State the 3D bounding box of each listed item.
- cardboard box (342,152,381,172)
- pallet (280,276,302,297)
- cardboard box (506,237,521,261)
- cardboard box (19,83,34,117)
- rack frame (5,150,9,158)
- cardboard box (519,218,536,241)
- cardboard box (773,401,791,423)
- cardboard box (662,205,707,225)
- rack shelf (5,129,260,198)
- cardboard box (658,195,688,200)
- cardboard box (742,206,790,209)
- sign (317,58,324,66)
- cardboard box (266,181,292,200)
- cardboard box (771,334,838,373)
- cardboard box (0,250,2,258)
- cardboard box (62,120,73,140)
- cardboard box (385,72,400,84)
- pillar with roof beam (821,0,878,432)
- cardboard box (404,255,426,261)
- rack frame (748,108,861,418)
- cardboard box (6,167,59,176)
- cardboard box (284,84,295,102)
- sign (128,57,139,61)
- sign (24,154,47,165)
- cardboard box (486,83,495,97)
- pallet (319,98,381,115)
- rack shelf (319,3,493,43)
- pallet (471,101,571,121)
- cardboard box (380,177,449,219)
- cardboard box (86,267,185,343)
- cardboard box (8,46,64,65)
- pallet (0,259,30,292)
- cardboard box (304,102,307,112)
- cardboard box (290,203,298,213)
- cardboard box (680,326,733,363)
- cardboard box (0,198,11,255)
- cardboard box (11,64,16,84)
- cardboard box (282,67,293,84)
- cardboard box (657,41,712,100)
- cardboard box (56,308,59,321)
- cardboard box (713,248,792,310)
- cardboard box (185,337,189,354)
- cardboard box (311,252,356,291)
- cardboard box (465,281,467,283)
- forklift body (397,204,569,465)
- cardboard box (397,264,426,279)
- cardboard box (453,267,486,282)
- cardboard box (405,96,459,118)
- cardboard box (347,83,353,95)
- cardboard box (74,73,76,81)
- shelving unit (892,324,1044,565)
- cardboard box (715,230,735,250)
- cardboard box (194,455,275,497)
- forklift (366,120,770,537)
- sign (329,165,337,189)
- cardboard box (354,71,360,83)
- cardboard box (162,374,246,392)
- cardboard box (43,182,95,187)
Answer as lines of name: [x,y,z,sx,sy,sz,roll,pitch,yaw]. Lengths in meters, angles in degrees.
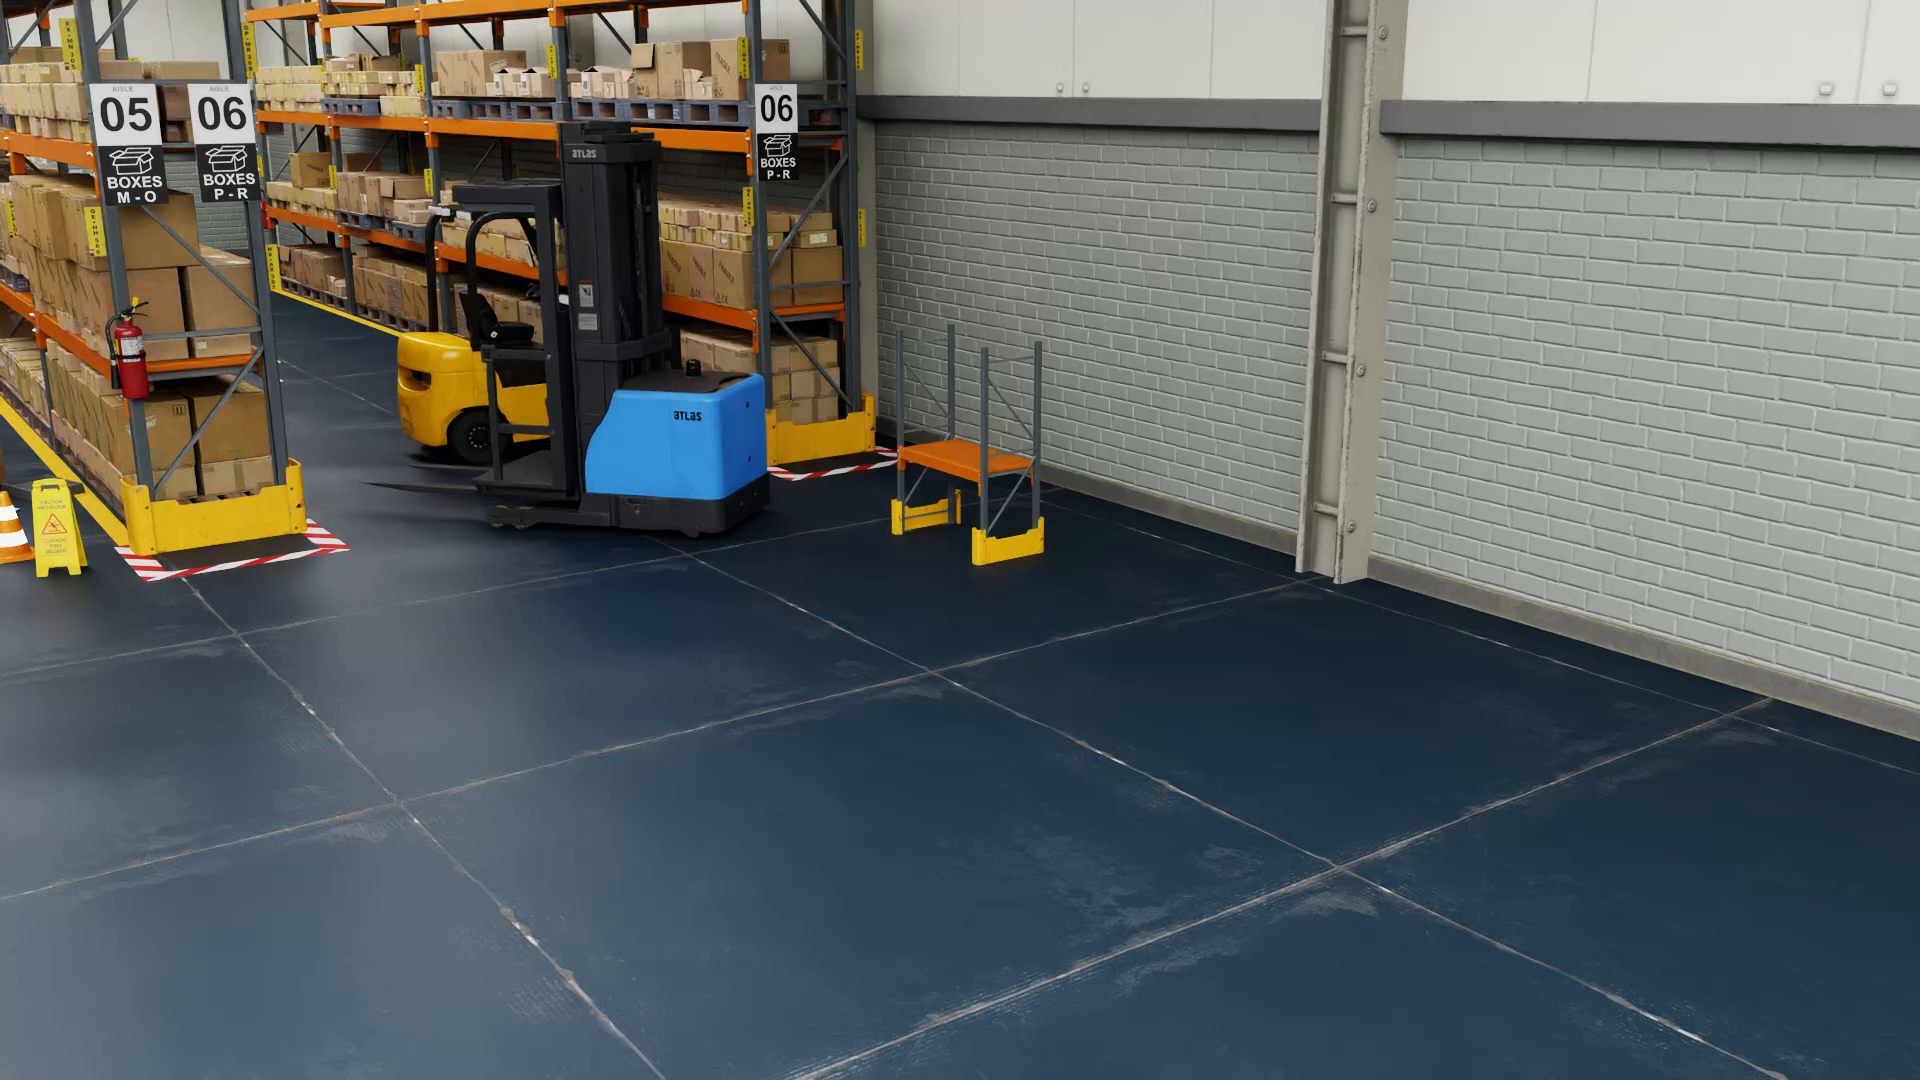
cardboard box: [-9.046,-5.566,25.032,0.500,0.500,0.500,-11,19,-36]
pallet: [-10.223,-4.097,26.646,1.003,0.211,1.213,-11,19,-35]
cardboard box: [-4.757,-3.278,18.655,0.500,0.250,0.500,-11,19,-34]
cardboard box: [-7.063,-3.459,13.069,0.500,0.250,0.500,-11,19,-34]
rack frame: [-12.399,-4.003,21.020,1.000,3.000,0.127,-11,19,-35]
cardboard box: [-4.486,-3.409,18.185,0.500,0.250,0.500,-11,19,-36]
cardboard box: [-1.862,-1.139,14.970,0.500,0.250,0.500,-11,19,-34]
cardboard box: [-2.543,-3.017,15.436,0.380,0.149,0.250,-10,18,-33]
rack shelf: [-6.519,-2.967,12.917,1.077,0.370,4.000,-11,19,-35]
cardboard box: [-2.969,-3.435,16.962,0.380,0.149,0.250,-11,19,-35]
cardboard box: [-1.781,-2.992,15.343,0.380,0.149,0.250,-11,19,-34]
sign: [-10.277,-7.584,26.745,0.100,0.325,0.005,-11,19,-35]
cardboard box: [-10.689,-5.561,26.432,0.500,0.250,0.500,-11,19,-34]
cardboard box: [-1.459,-1.702,15.133,0.500,0.250,0.500,-11,19,-35]
cardboard box: [-9.598,-2.939,16.812,0.380,0.149,0.250,-11,19,-34]
cardboard box: [-6.360,-3.019,12.220,0.380,0.149,0.250,-11,19,-35]
cardboard box: [-7.088,-5.881,21.166,0.380,0.149,0.250,-11,19,-36]
pillar with roof beam: [-4.493,-4.726,12.296,9.100,9.000,0.400,-11,19,-35]
cardboard box: [-7.627,-3.944,23.516,0.380,0.149,0.250,-11,19,-34]
rack frame: [-1.330,-2.212,14.475,1.000,3.000,0.127,-11,19,-35]
cardboard box: [-10.139,-3.823,18.277,0.500,0.500,0.500,-12,19,-36]
cardboard box: [-9.768,-6.686,24.860,0.500,0.250,0.500,-11,19,-35]
sign: [-7.260,-4.077,14.628,0.100,0.325,0.005,-11,19,-35]
sign: [-16.466,-6.786,29.625,0.339,0.242,0.001,-11,19,-35]
cardboard box: [-5.028,-4.995,18.452,0.380,0.149,0.250,-11,19,-35]
pallet: [-8.059,-5.980,22.918,1.213,0.211,1.003,-11,19,-35]
rack shelf: [-7.210,-6.701,21.633,1.077,0.370,4.000,-11,19,-35]
pallet: [-4.903,-4.906,18.996,1.003,0.211,1.213,-10,18,-32]
cardboard box: [-7.143,-4.492,21.816,0.797,0.503,0.637,-11,19,-36]
cardboard box: [-5.885,-1.705,11.872,0.500,0.500,0.500,-11,19,-36]
cardboard box: [-8.139,-4.217,14.661,0.500,0.250,0.500,-10,18,-33]
pallet: [-8.850,-2.640,16.403,1.003,0.211,1.213,-11,19,-35]
cardboard box: [-9.402,-6.357,24.414,0.380,0.149,0.250,-10,18,-33]
cardboard box: [-10.049,-5.112,25.546,0.380,0.149,0.250,-12,19,-36]
cardboard box: [-2.463,-1.835,15.616,0.500,0.250,0.500,-11,19,-34]
cardboard box: [-8.743,-2.969,15.693,0.500,0.500,0.500,-10,18,-33]
cardboard box: [-7.449,-3.778,13.482,0.380,0.149,0.250,-12,19,-36]
cardboard box: [-9.782,-6.930,24.805,0.500,0.250,0.500,-10,18,-33]
cardboard box: [-2.309,-4.249,15.061,0.700,0.500,0.500,-11,19,-34]
cardboard box: [-7.280,-1.900,13.813,0.380,0.149,0.250,-10,18,-33]
cardboard box: [-1.832,-2.324,14.697,0.500,0.500,0.500,-11,19,-36]
cardboard box: [-5.535,-1.476,12.262,0.380,0.149,0.250,-11,19,-34]
cardboard box: [-9.373,-4.070,25.203,0.700,0.500,0.500,-12,19,-37]
cardboard box: [-6.327,-3.158,21.873,0.500,0.500,0.500,-11,19,-34]
forklift body: [-3.921,-1.924,15.032,2.313,2.155,1.214,-11,19,-35]
cardboard box: [-7.286,-3.584,22.198,0.380,0.149,0.250,-12,19,-37]
cardboard box: [-6.434,-3.491,21.861,0.380,0.149,0.250,-11,19,-34]
cardboard box: [-6.532,-5.367,20.603,0.500,0.250,0.500,-12,19,-36]
cardboard box: [-7.929,-6.007,22.152,0.380,0.149,0.250,-11,19,-35]
cardboard box: [-5.901,-3.238,11.509,0.380,0.149,0.250,-10,18,-34]
shelving unit: [0.045,-0.707,11.819,0.587,1.500,1.083,-11,19,-35]
cardboard box: [-1.935,-2.653,14.671,0.380,0.149,0.250,-11,18,-34]
cardboard box: [-5.593,-0.532,12.751,0.500,0.250,0.500,-11,19,-35]
forklift: [-3.044,-1.624,12.459,3.031,2.935,1.130,4,16,14]
sign: [-8.820,-5.106,23.410,0.100,0.325,0.005,-11,19,-35]
cardboard box: [-7.752,-6.098,21.919,0.380,0.149,0.250,-11,19,-34]
cardboard box: [-5.919,-1.010,13.076,0.500,0.500,0.500,-12,19,-37]
cardboard box: [-6.675,-2.520,12.954,0.700,0.500,0.500,-11,19,-35]
